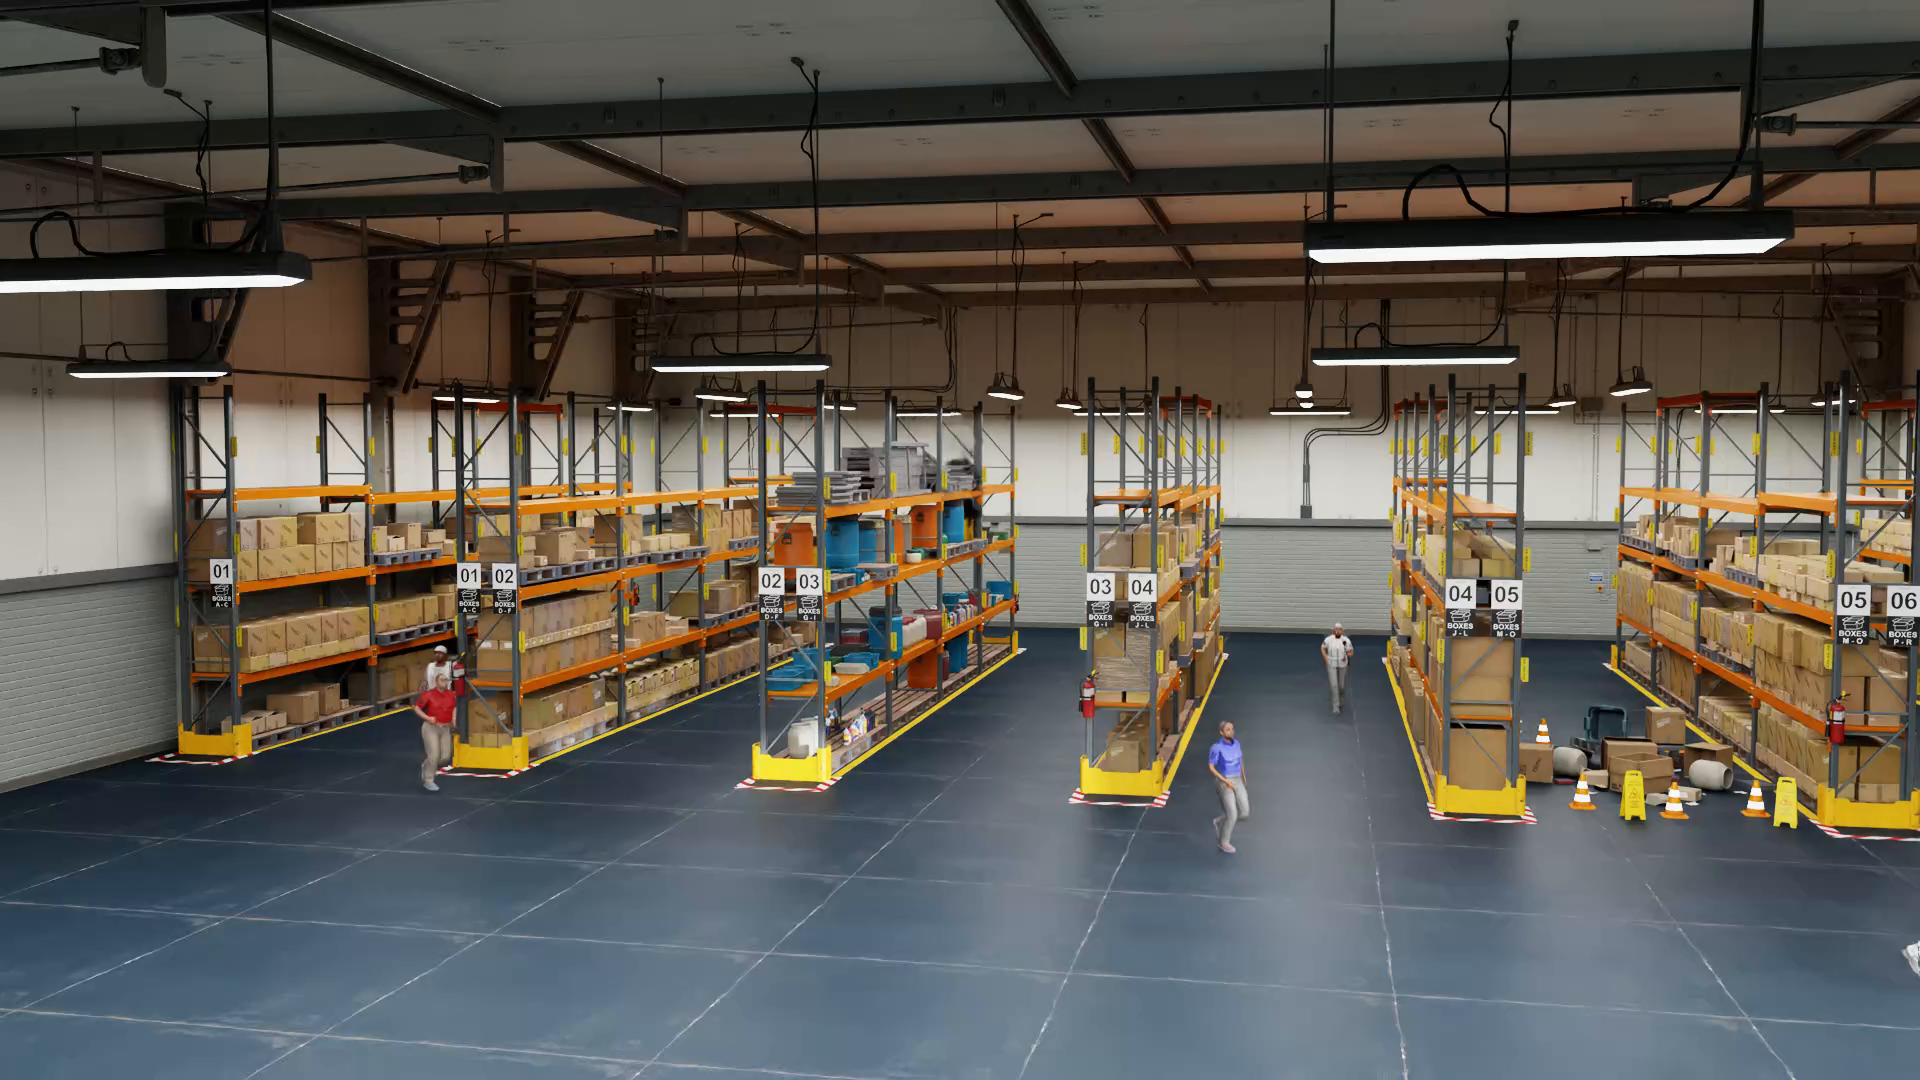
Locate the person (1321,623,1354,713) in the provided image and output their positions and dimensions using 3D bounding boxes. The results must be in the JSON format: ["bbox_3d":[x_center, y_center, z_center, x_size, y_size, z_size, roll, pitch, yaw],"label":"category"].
[{"bbox_3d":[7.175,2.413,31.627,0.611,1.672,0.755,1,3,9],"label":"person"}]

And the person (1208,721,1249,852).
[{"bbox_3d":[3.327,3.047,20.643,0.581,1.621,0.506,-2,4,-35],"label":"person"}]

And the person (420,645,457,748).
[{"bbox_3d":[-8.520,2.598,27.226,0.669,1.737,0.589,1,3,9],"label":"person"}]

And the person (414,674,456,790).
[{"bbox_3d":[-7.700,2.805,24.519,0.649,1.674,0.695,3,4,43],"label":"person"}]

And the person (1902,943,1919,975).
[{"bbox_3d":[9.110,3.271,15.054,0.672,1.760,0.993,-2,4,-37],"label":"person"}]
